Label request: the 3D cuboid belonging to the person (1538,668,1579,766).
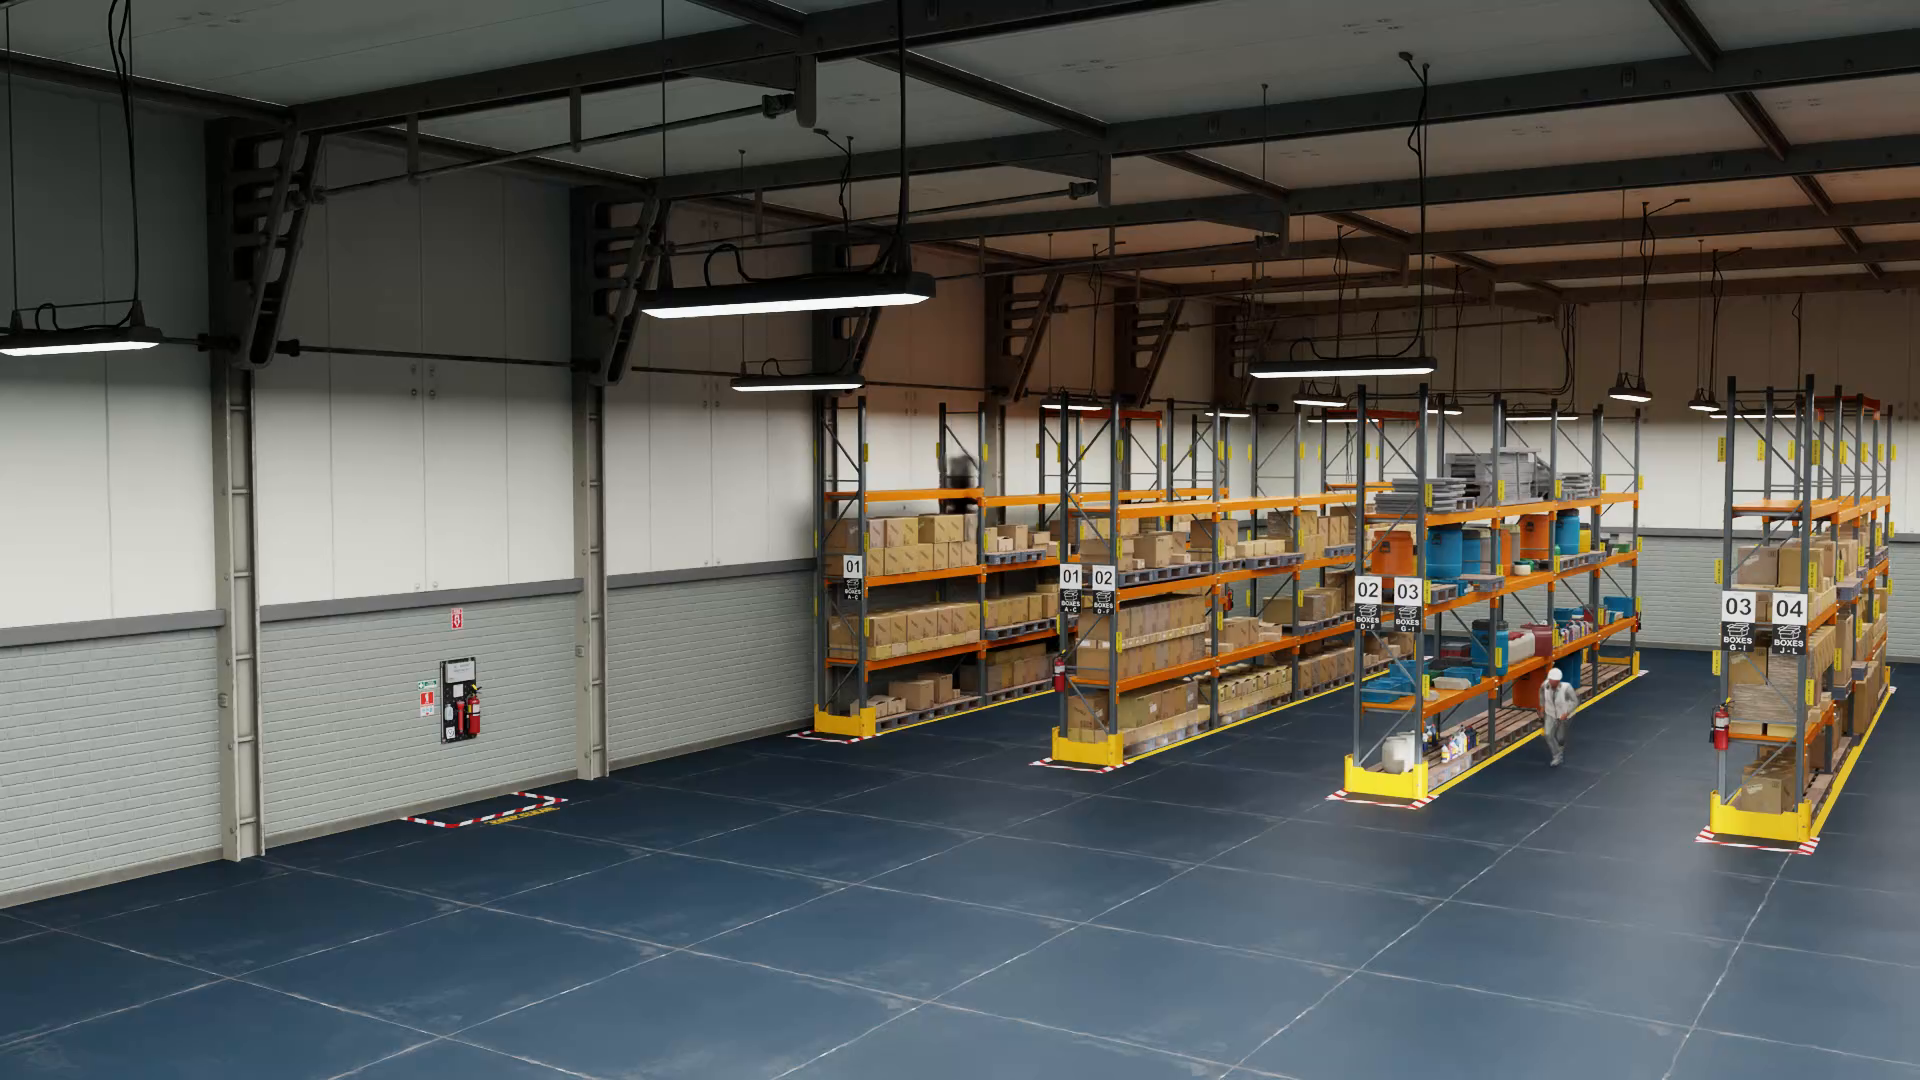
[{"bbox_3d":[9.647,2.809,26.750,0.648,1.590,1.135,2,4,32],"label":"person"}]
